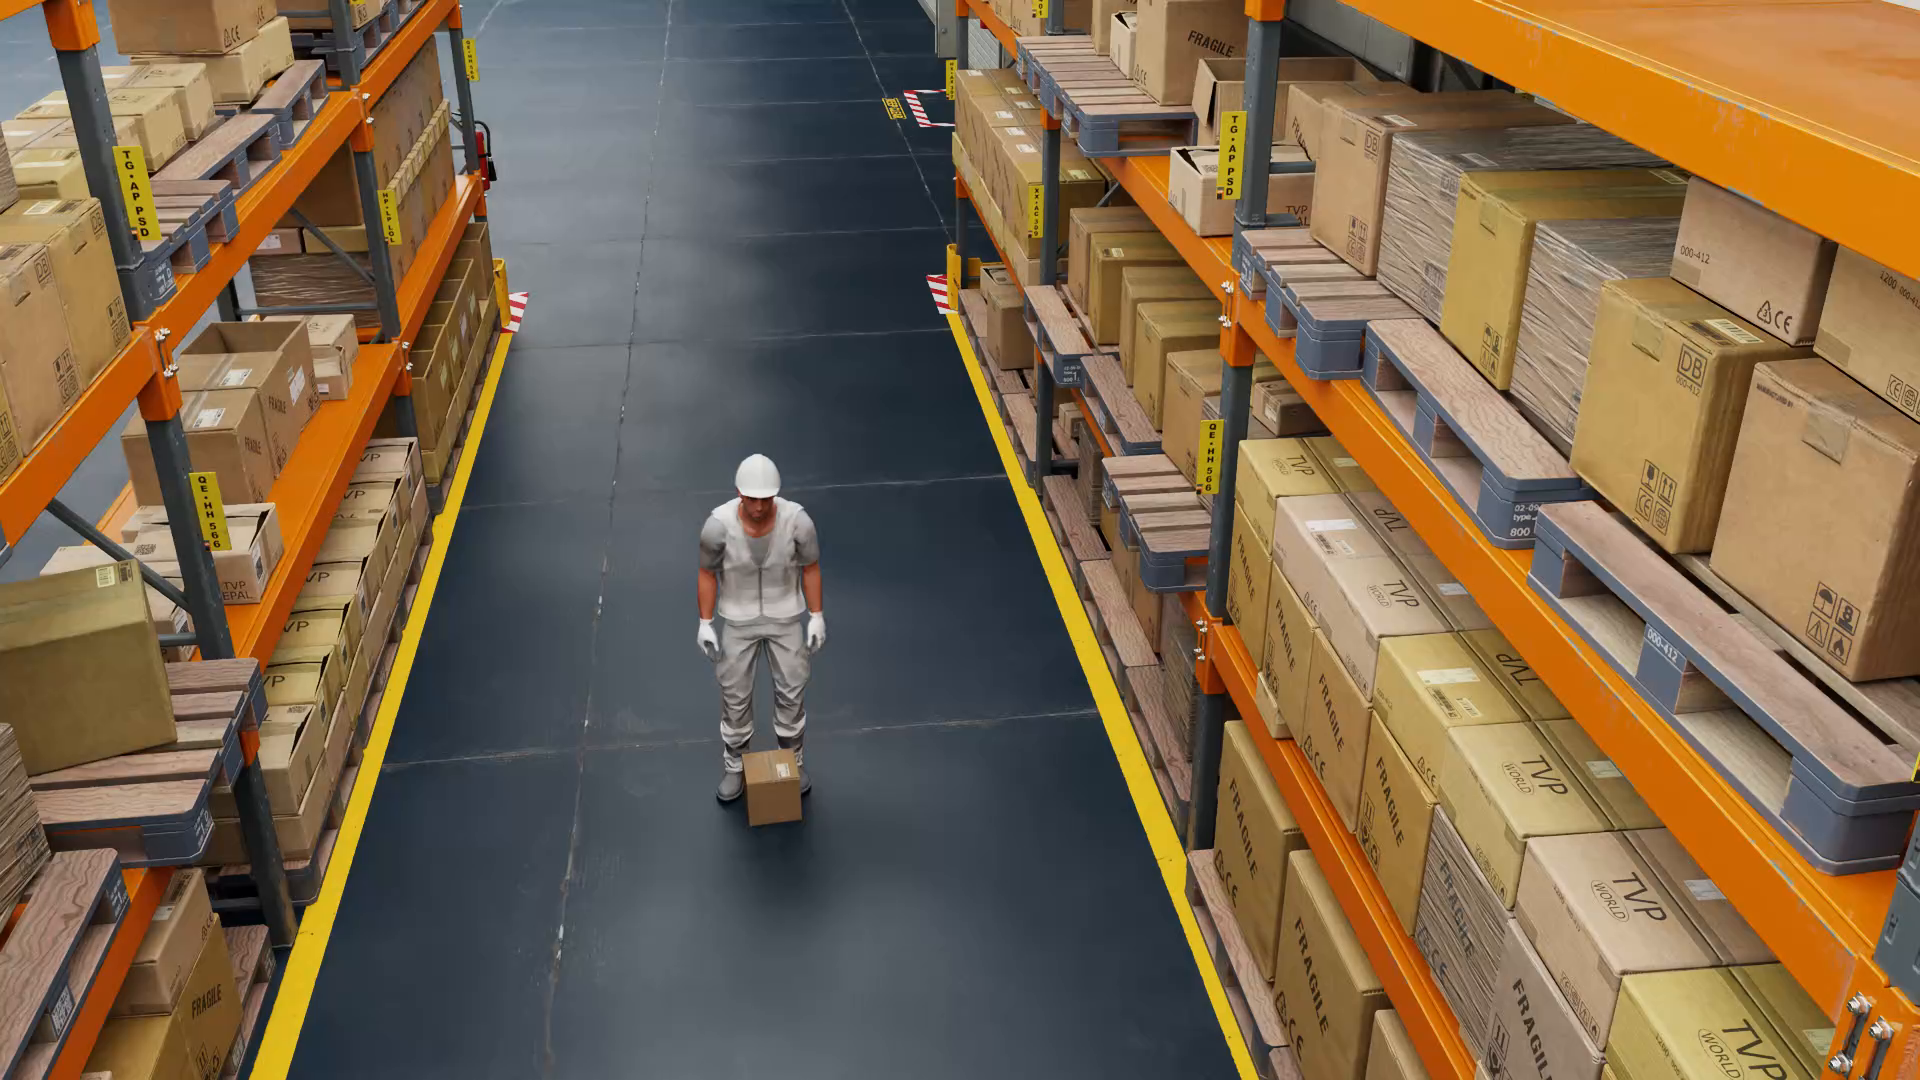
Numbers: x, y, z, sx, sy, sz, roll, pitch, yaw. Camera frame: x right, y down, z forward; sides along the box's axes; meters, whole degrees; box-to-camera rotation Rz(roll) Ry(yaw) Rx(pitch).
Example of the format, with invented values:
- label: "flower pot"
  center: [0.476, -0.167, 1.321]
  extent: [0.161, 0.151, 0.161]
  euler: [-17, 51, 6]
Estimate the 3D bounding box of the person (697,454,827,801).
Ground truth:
- label: "person"
  center: [-0.931, 0.400, 7.811]
  extent: [0.608, 1.779, 0.453]
  euler: [-4, 27, -7]
